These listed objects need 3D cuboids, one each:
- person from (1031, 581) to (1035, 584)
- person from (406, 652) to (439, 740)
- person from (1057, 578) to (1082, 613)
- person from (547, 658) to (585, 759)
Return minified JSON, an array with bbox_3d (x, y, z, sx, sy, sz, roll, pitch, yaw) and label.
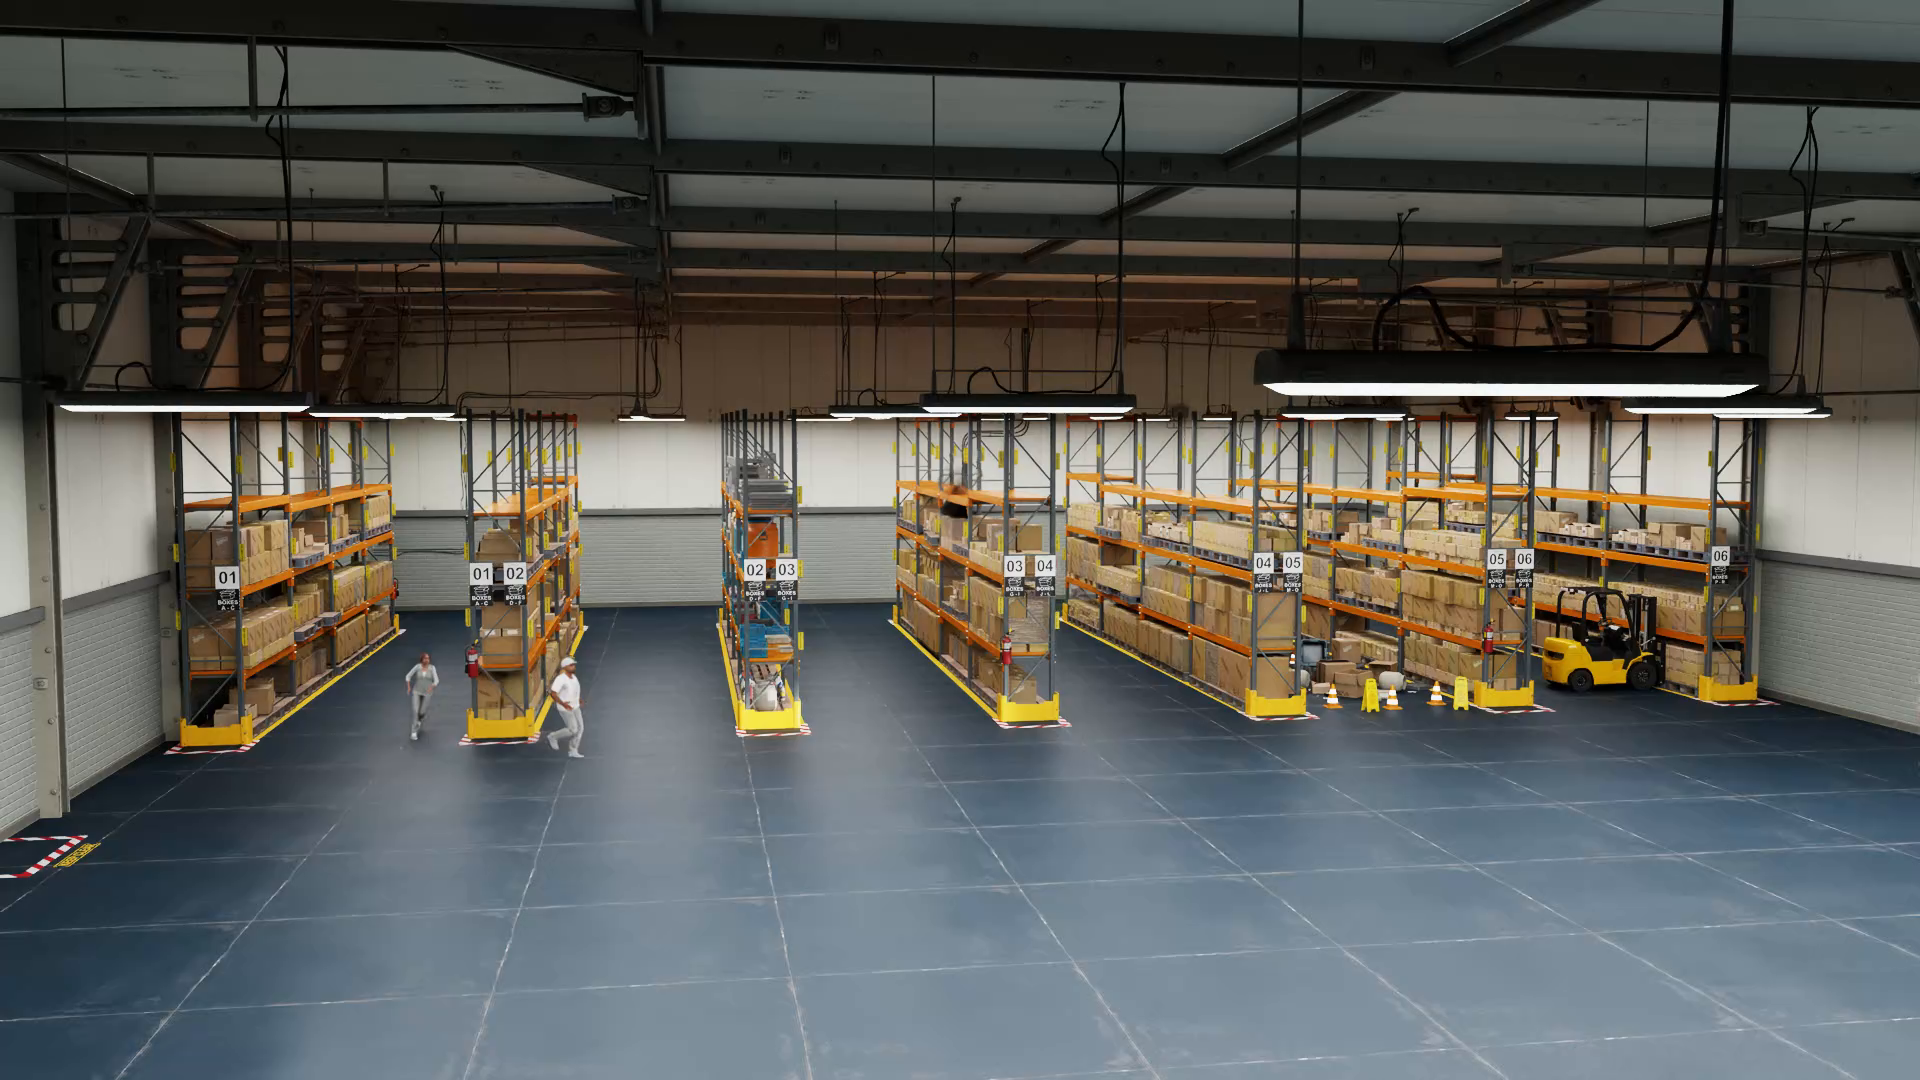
[{"bbox_3d":[2.077,1.644,46.840,0.689,1.658,0.977,0,4,-1],"label":"person"},{"bbox_3d":[-9.857,2.832,30.497,0.578,1.563,0.722,-1,4,-19],"label":"person"},{"bbox_3d":[3.369,1.375,50.026,0.939,1.699,0.860,2,4,21],"label":"person"},{"bbox_3d":[-6.750,2.882,28.536,0.674,1.735,0.696,1,4,18],"label":"person"}]
